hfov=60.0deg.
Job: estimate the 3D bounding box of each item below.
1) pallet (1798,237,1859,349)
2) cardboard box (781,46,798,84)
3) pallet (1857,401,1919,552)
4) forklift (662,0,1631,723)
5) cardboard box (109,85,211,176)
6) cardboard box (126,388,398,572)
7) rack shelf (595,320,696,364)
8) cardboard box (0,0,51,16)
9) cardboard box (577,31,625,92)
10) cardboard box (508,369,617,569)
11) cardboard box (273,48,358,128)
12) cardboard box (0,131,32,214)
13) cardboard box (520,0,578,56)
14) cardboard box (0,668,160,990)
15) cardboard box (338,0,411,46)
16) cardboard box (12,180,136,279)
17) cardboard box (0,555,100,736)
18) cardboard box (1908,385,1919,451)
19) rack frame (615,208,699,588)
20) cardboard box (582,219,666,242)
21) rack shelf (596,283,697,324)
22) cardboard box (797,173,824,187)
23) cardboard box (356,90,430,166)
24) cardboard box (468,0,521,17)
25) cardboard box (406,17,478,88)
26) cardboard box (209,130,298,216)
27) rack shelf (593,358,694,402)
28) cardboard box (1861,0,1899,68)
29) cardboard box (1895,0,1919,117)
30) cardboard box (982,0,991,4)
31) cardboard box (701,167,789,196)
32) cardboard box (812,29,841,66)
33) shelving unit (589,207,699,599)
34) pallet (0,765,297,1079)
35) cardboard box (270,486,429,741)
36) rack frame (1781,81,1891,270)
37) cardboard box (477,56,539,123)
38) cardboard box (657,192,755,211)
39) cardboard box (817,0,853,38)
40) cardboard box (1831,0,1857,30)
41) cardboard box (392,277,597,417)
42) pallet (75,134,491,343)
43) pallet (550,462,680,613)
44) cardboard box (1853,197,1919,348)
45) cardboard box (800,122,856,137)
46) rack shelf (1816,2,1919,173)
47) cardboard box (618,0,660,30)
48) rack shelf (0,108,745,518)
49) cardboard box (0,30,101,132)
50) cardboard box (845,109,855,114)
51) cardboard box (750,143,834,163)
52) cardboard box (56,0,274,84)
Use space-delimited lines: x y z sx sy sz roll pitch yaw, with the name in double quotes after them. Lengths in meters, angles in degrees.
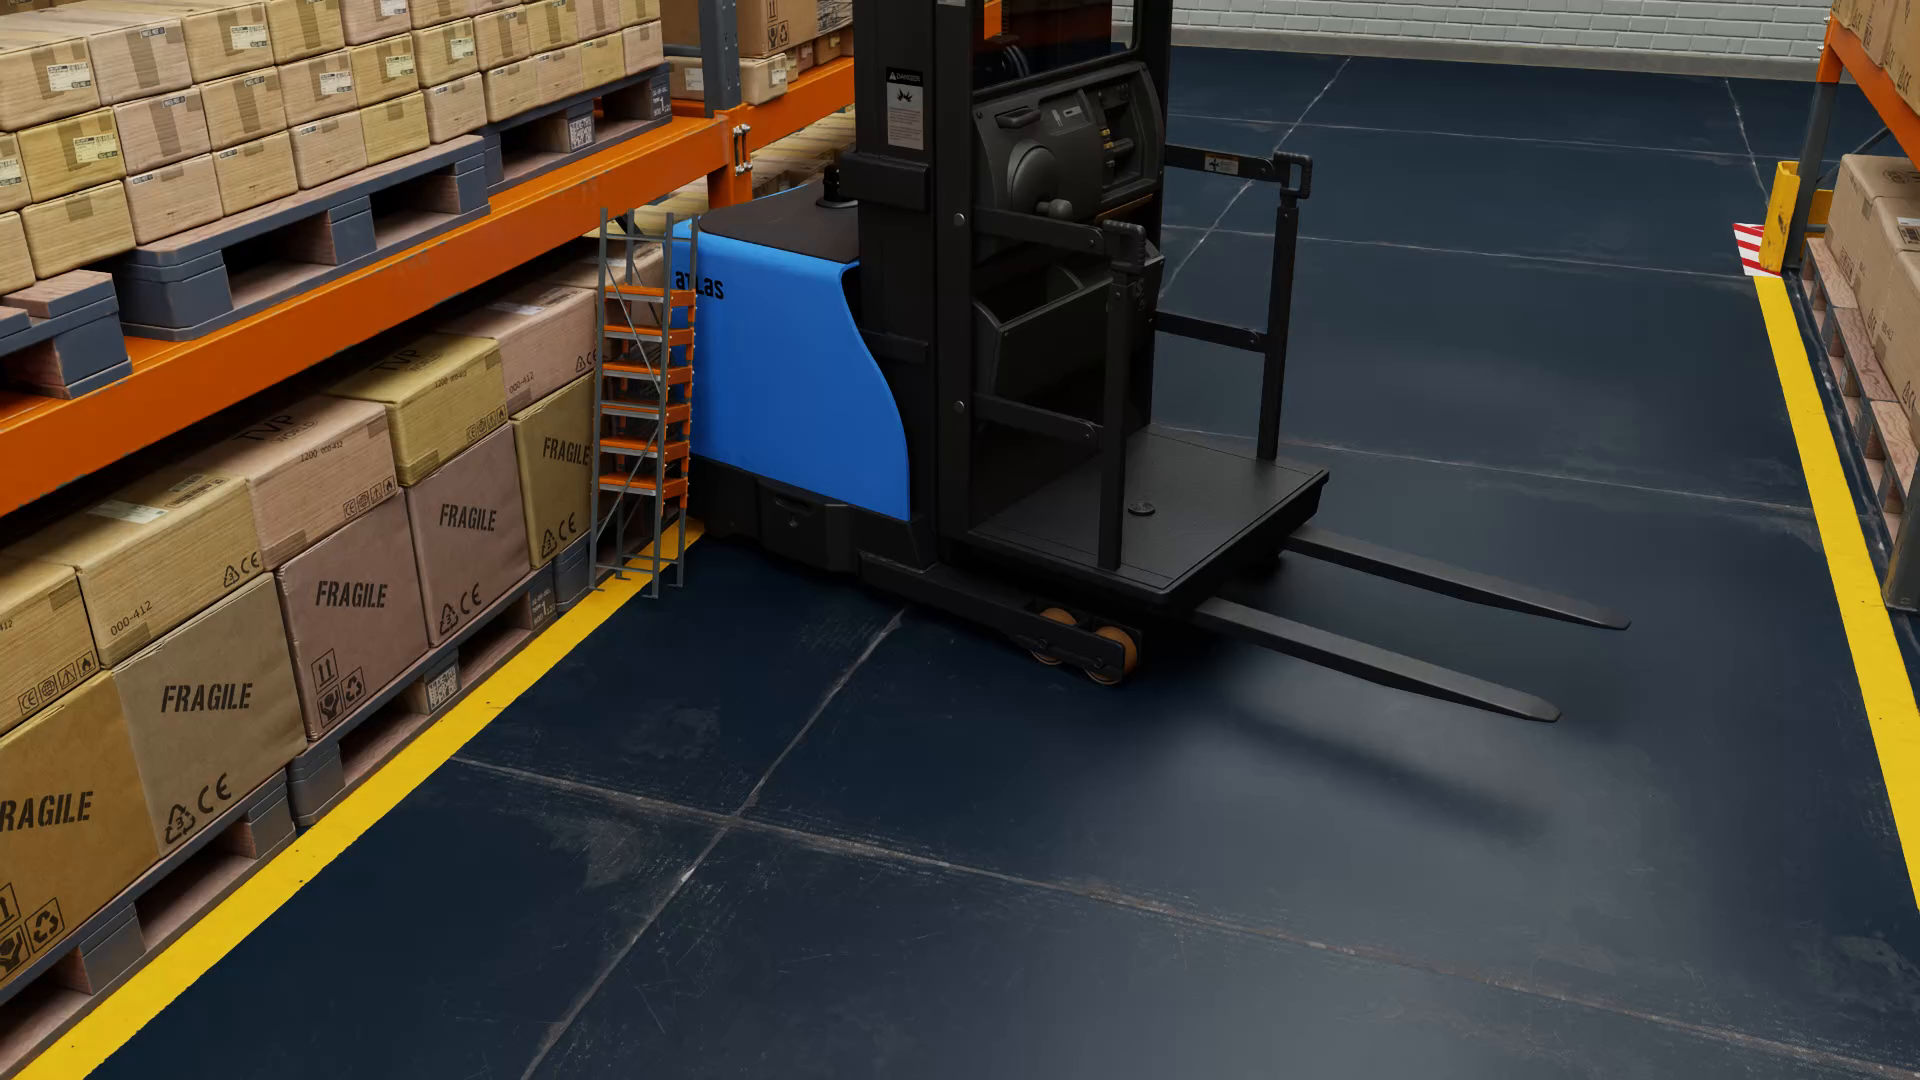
4.575 -1.128 7.838 1.003 0.211 1.213 9 27 17 "pallet"
-0.846 -1.829 6.373 0.380 0.149 0.250 10 27 19 "cardboard box"
3.763 -0.126 5.767 1.003 0.211 1.213 9 27 17 "pallet"
0.504 -1.159 4.780 3.031 2.935 1.130 18 31 32 "forklift"
-1.905 -0.919 3.672 0.380 0.149 0.250 9 27 18 "cardboard box"
-1.793 -0.172 4.188 0.500 0.250 0.500 9 27 18 "cardboard box"
-0.986 -0.622 5.214 0.258 0.103 0.180 7 11 14 "rack shelf"
-2.433 -1.255 4.023 0.380 0.149 0.250 10 28 20 "cardboard box"
-1.296 -1.533 5.280 0.380 0.149 0.250 9 27 18 "cardboard box"
-1.445 -0.268 5.249 0.500 0.500 0.500 8 27 16 "cardboard box"
-1.733 -1.132 4.112 0.380 0.149 0.250 10 27 19 "cardboard box"
-2.072 -0.713 3.246 0.380 0.149 0.250 8 27 16 "cardboard box"
-1.383 -1.564 5.002 0.380 0.149 0.250 10 28 20 "cardboard box"
-2.120 0.570 3.517 0.500 0.500 0.500 8 27 15 "cardboard box"
-1.649 -1.371 4.263 0.380 0.149 0.250 8 27 15 "cardboard box"
-1.990 -0.675 3.508 0.380 0.149 0.250 10 28 20 "cardboard box"
-2.138 0.238 3.342 0.500 0.250 0.500 8 27 15 "cardboard box"
3.747 -0.358 5.505 0.875 0.438 0.875 8 27 17 "cardboard box"
-0.976 -0.446 5.339 0.240 1.200 0.006 7 11 14 "rack frame"
-1.345 -1.224 6.943 0.380 0.149 0.250 9 27 18 "cardboard box"
-0.978 -0.740 5.191 0.258 0.103 0.180 7 11 14 "rack shelf"
-0.530 -1.584 7.686 0.380 0.149 0.250 8 27 15 "cardboard box"
-1.641 -1.104 4.395 0.380 0.149 0.250 10 28 20 "cardboard box"
-1.478 -1.582 4.699 0.380 0.149 0.250 9 27 17 "cardboard box"
-1.558 -1.344 4.548 0.380 0.149 0.250 7 27 15 "cardboard box"
-1.818 -0.888 3.948 0.380 0.149 0.250 9 27 18 "cardboard box"
-0.995 -0.505 5.237 0.258 0.103 0.180 7 11 14 "rack shelf"
4.009 -2.194 6.725 0.500 0.500 0.500 9 27 17 "cardboard box"
3.669 -1.773 5.855 0.500 0.500 0.500 8 27 17 "cardboard box"
-0.026 -2.801 8.382 0.380 0.149 0.250 9 27 19 "cardboard box"
-1.027 -1.660 7.843 0.380 0.149 0.250 8 27 16 "cardboard box"
-0.711 -2.057 6.844 0.380 0.149 0.250 8 27 15 "cardboard box"
-1.001 -0.431 5.252 0.258 1.200 0.189 7 11 14 "shelving unit"
-2.335 0.822 3.810 1.003 0.211 1.213 9 27 17 "pallet"
-1.790 0.152 4.381 0.500 0.500 0.500 8 27 16 "cardboard box"
4.767 -2.723 7.933 1.000 3.000 0.127 9 27 17 "rack frame"
-1.465 -1.328 4.857 0.380 0.149 0.250 7 27 15 "cardboard box"
-1.109 -1.423 7.353 0.380 0.149 0.250 10 27 19 "cardboard box"
-0.705 -2.306 6.615 0.500 0.500 0.500 9 27 17 "cardboard box"
4.337 -2.613 7.589 0.500 0.500 0.500 9 27 17 "cardboard box"
-1.458 -0.605 5.084 0.500 0.250 0.500 10 28 20 "cardboard box"
-1.976 -0.845 4.274 1.003 0.211 1.213 9 27 17 "pallet"
-1.523 -0.181 5.881 1.003 0.211 1.213 9 27 17 "pallet"
4.346 -1.096 7.030 0.875 0.438 0.875 9 27 19 "cardboard box"
-0.616 -2.078 8.706 0.380 0.149 0.250 7 27 15 "cardboard box"
4.102 -1.578 6.392 1.077 0.370 4.000 9 27 17 "rack shelf"
-1.211 -1.774 5.436 0.380 0.149 0.250 10 27 19 "cardboard box"
-1.931 -0.610 4.394 1.077 0.370 4.000 9 27 17 "rack shelf"
-1.998 -0.937 3.368 0.380 0.149 0.250 8 27 15 "cardboard box"
-0.407 -2.276 9.117 0.380 0.149 0.250 9 27 18 "cardboard box"
-0.848 -1.864 8.264 0.380 0.149 0.250 9 27 18 "cardboard box"
-1.824 -1.158 3.823 0.380 0.149 0.250 10 27 19 "cardboard box"
